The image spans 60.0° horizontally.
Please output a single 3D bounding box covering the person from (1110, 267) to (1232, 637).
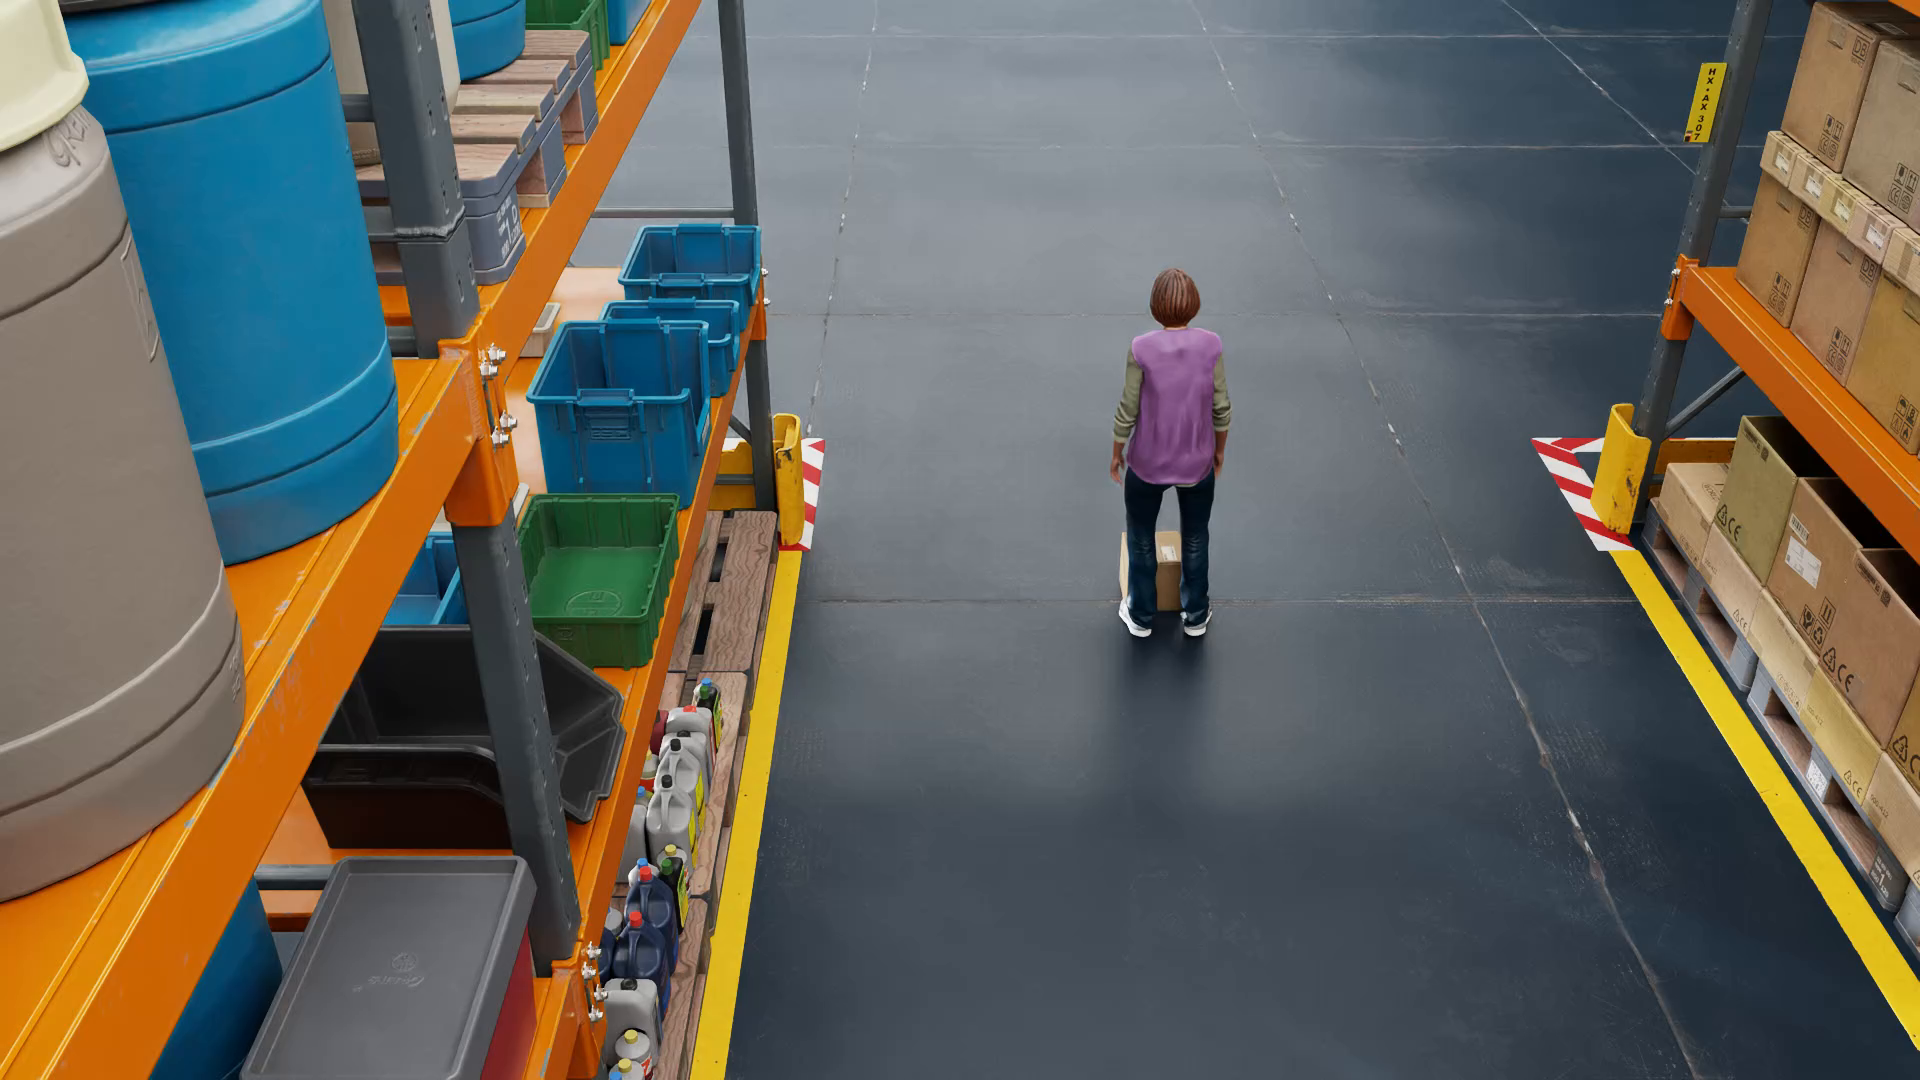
[{"bbox_3d":[0.840,-0.310,6.642,0.483,1.594,0.340,-2,32,-2],"label":"person"}]
